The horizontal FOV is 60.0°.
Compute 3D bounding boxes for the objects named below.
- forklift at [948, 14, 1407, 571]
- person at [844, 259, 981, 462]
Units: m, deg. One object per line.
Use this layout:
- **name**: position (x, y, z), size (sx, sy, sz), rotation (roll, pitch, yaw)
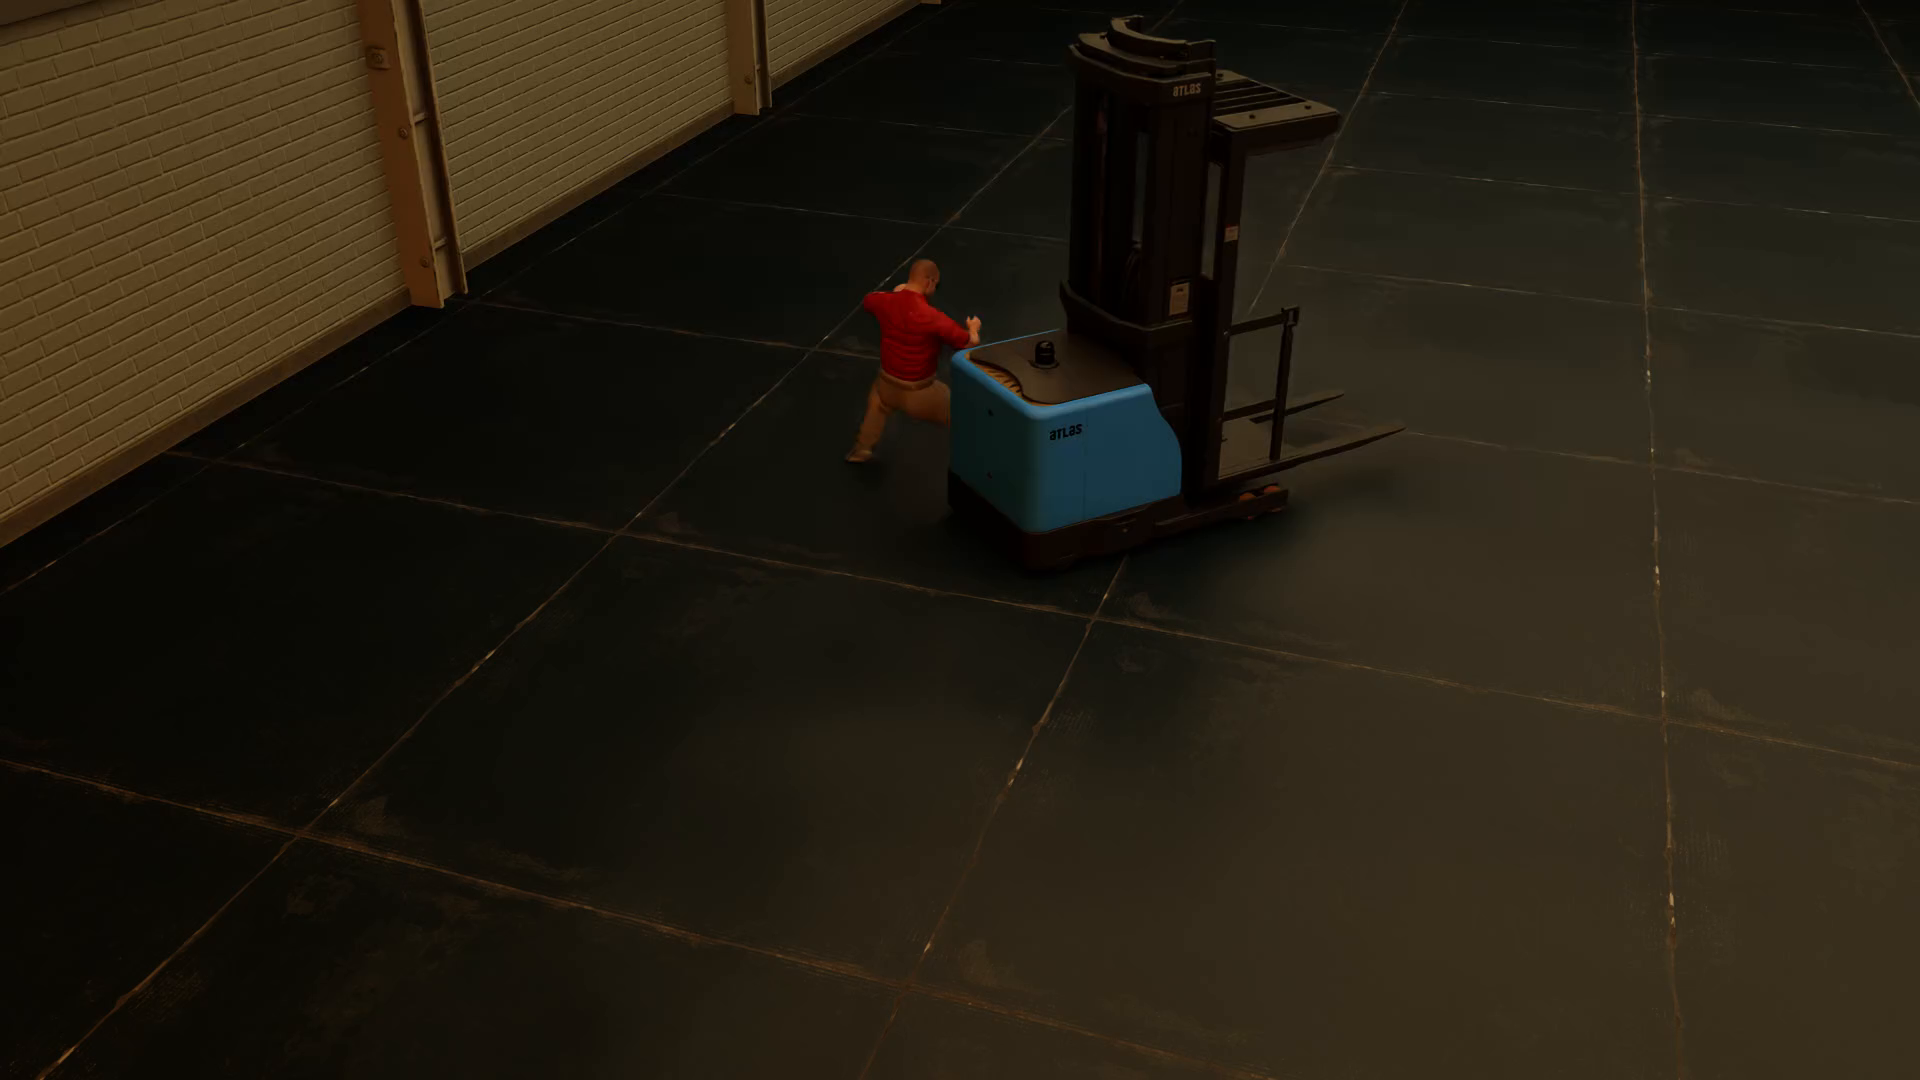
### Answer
- **forklift**: position (1.466, -1.609, 9.959), size (3.031, 2.935, 1.130), rotation (-15, 33, -25)
- **person**: position (-0.197, -1.061, 10.492), size (1.167, 1.532, 0.673), rotation (23, 37, 34)
